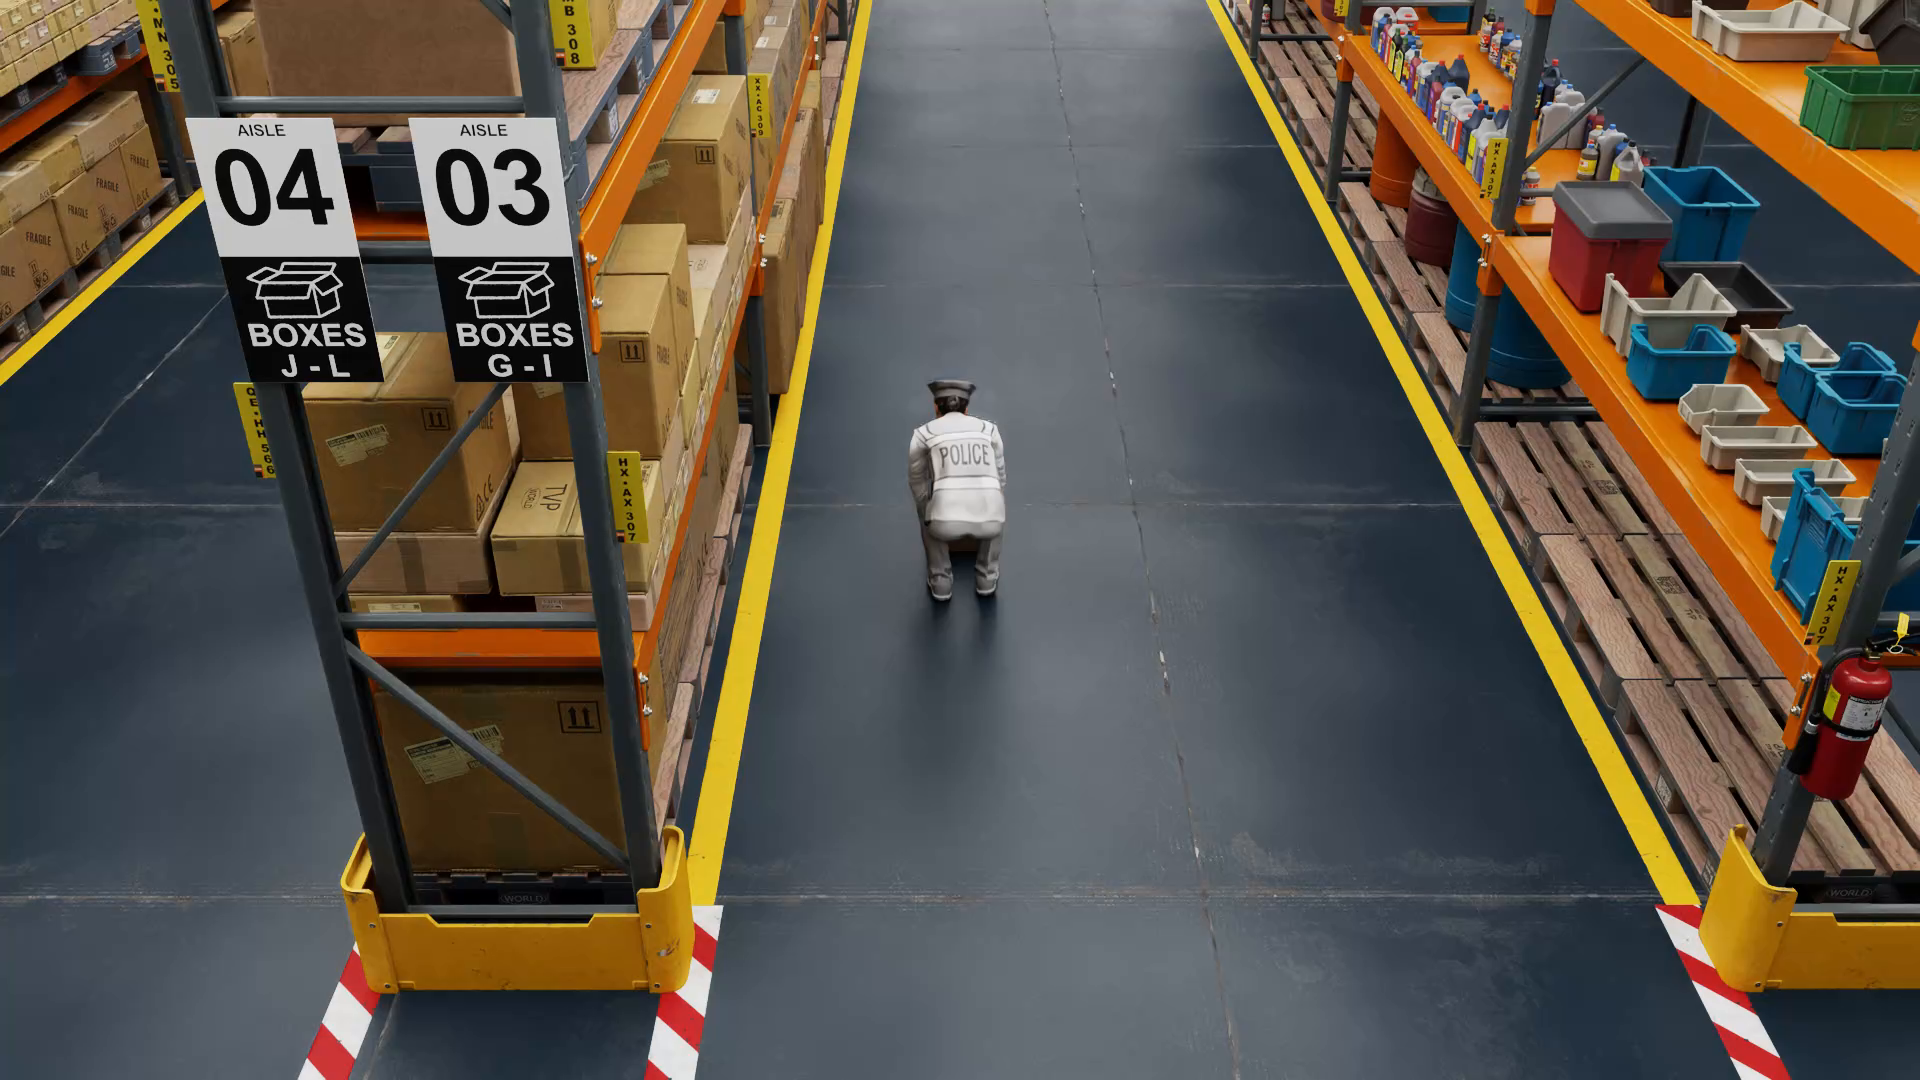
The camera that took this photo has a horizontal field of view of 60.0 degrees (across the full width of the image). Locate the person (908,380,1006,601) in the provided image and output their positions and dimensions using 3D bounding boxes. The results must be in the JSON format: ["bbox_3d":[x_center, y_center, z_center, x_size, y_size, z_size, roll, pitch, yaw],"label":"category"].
[{"bbox_3d":[-0.014,-0.239,8.174,0.489,0.984,0.845,0,32,0],"label":"person"}]
